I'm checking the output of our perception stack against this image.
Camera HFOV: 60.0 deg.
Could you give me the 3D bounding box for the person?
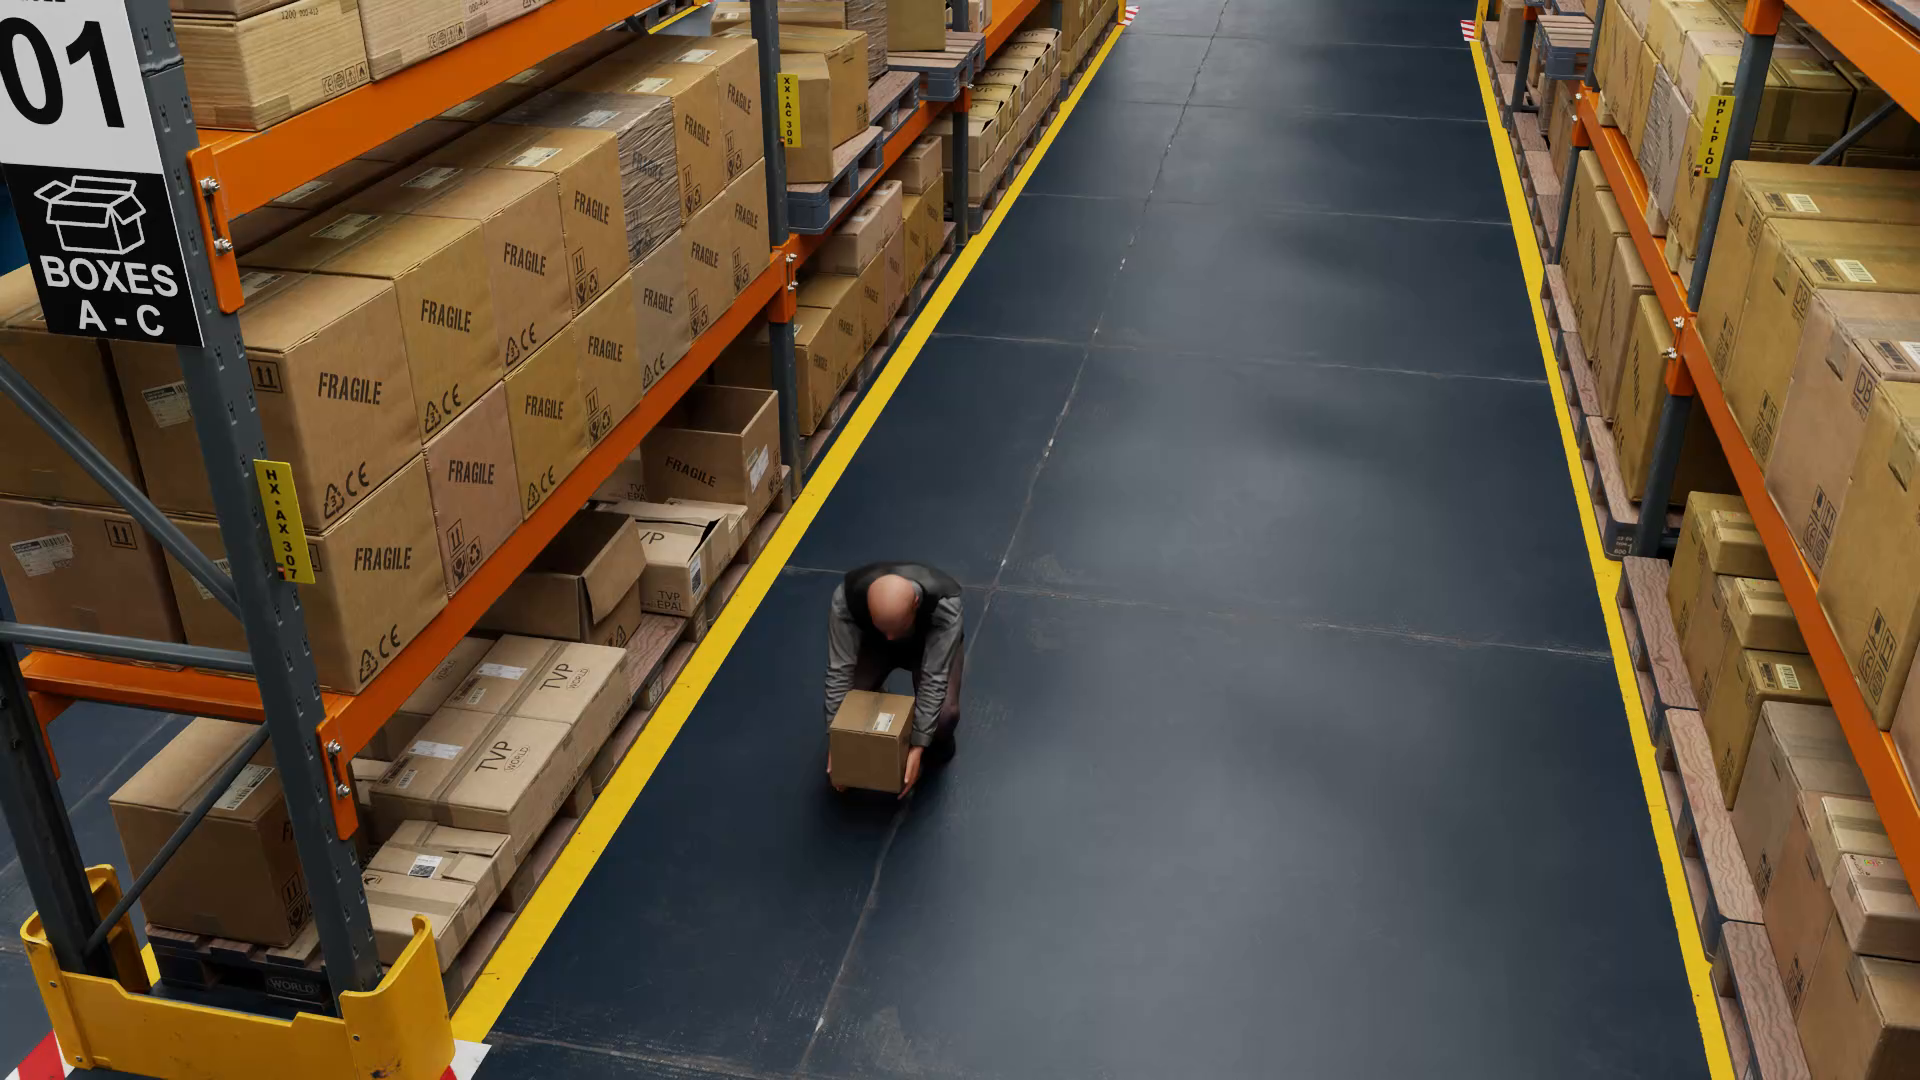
[{"bbox_3d":[-0.236,0.437,6.161,0.524,0.960,0.861,5,29,10],"label":"person"}]
